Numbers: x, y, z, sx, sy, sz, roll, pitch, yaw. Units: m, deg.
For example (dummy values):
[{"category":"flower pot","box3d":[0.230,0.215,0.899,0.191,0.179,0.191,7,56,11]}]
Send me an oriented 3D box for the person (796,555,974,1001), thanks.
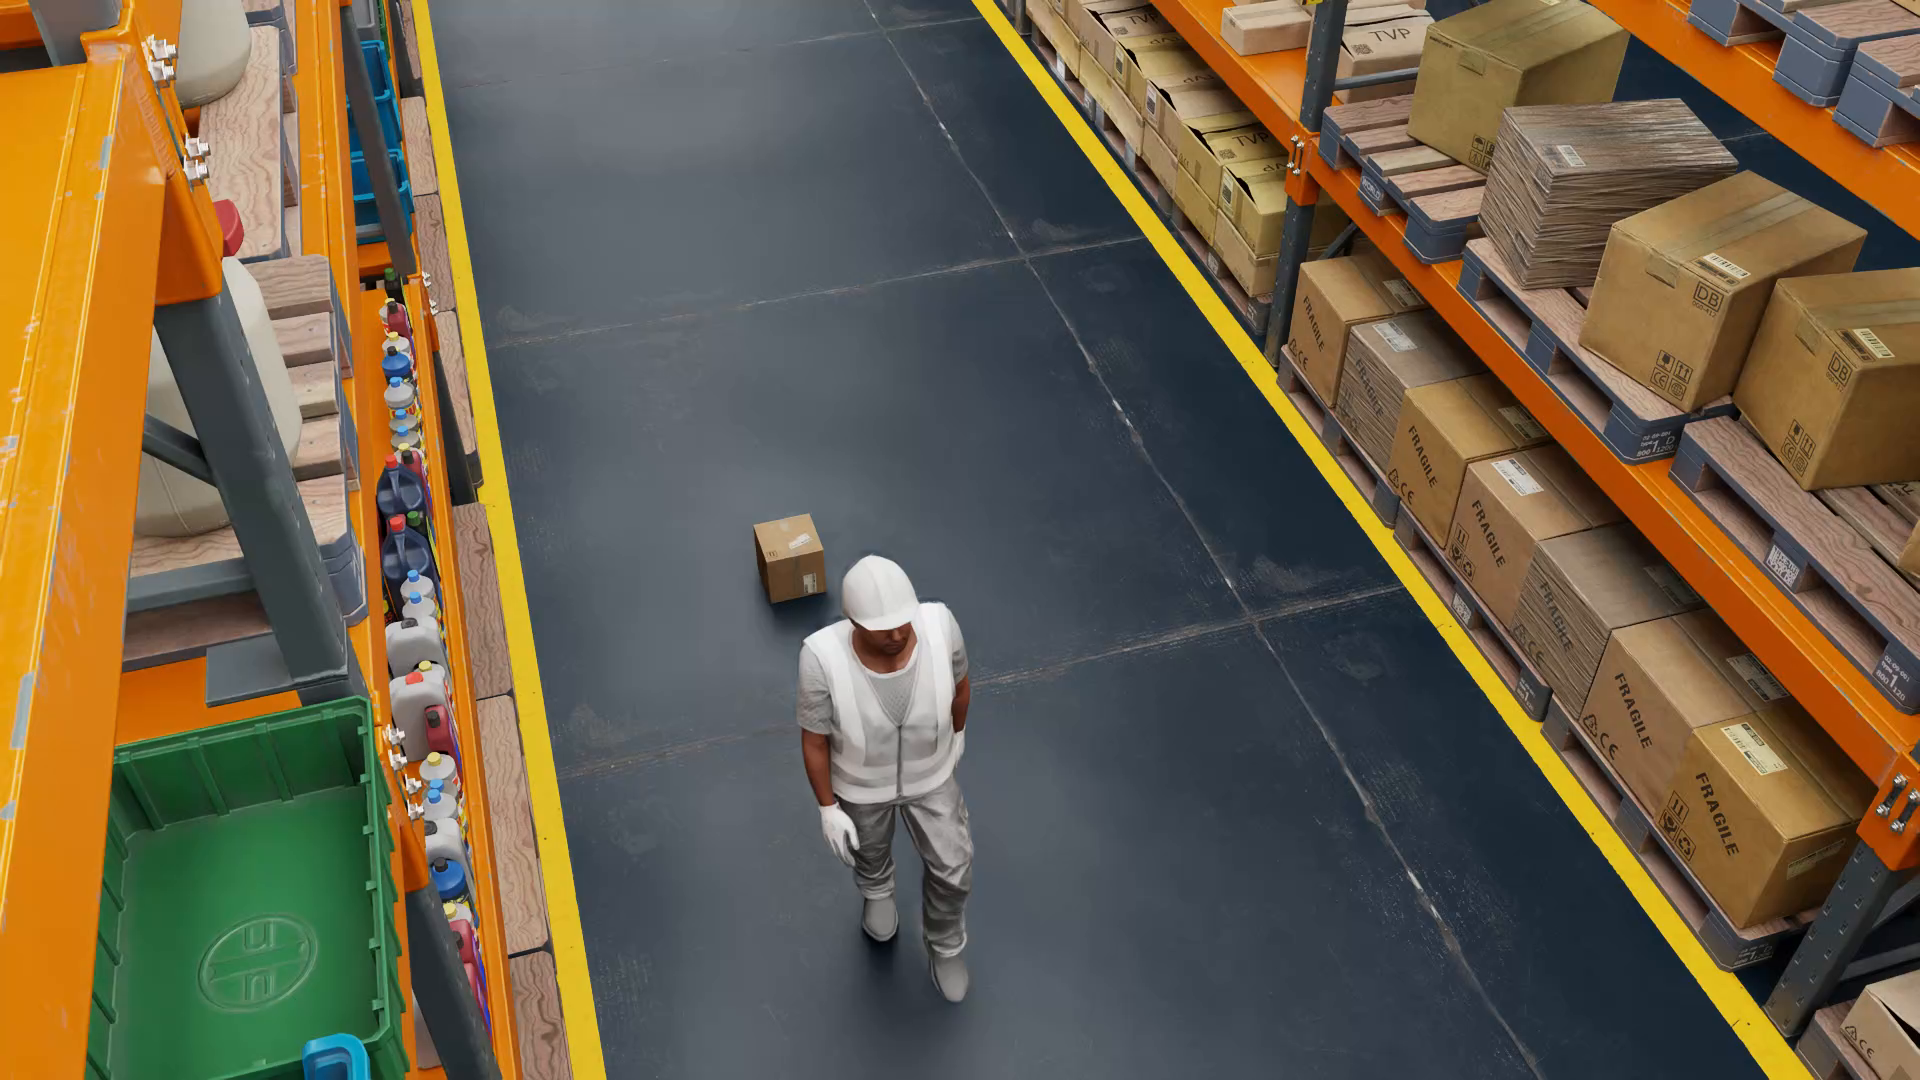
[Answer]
[{"category":"person","box3d":[-0.216,0.770,5.296,0.564,1.842,0.562,-9,43,-10]}]
